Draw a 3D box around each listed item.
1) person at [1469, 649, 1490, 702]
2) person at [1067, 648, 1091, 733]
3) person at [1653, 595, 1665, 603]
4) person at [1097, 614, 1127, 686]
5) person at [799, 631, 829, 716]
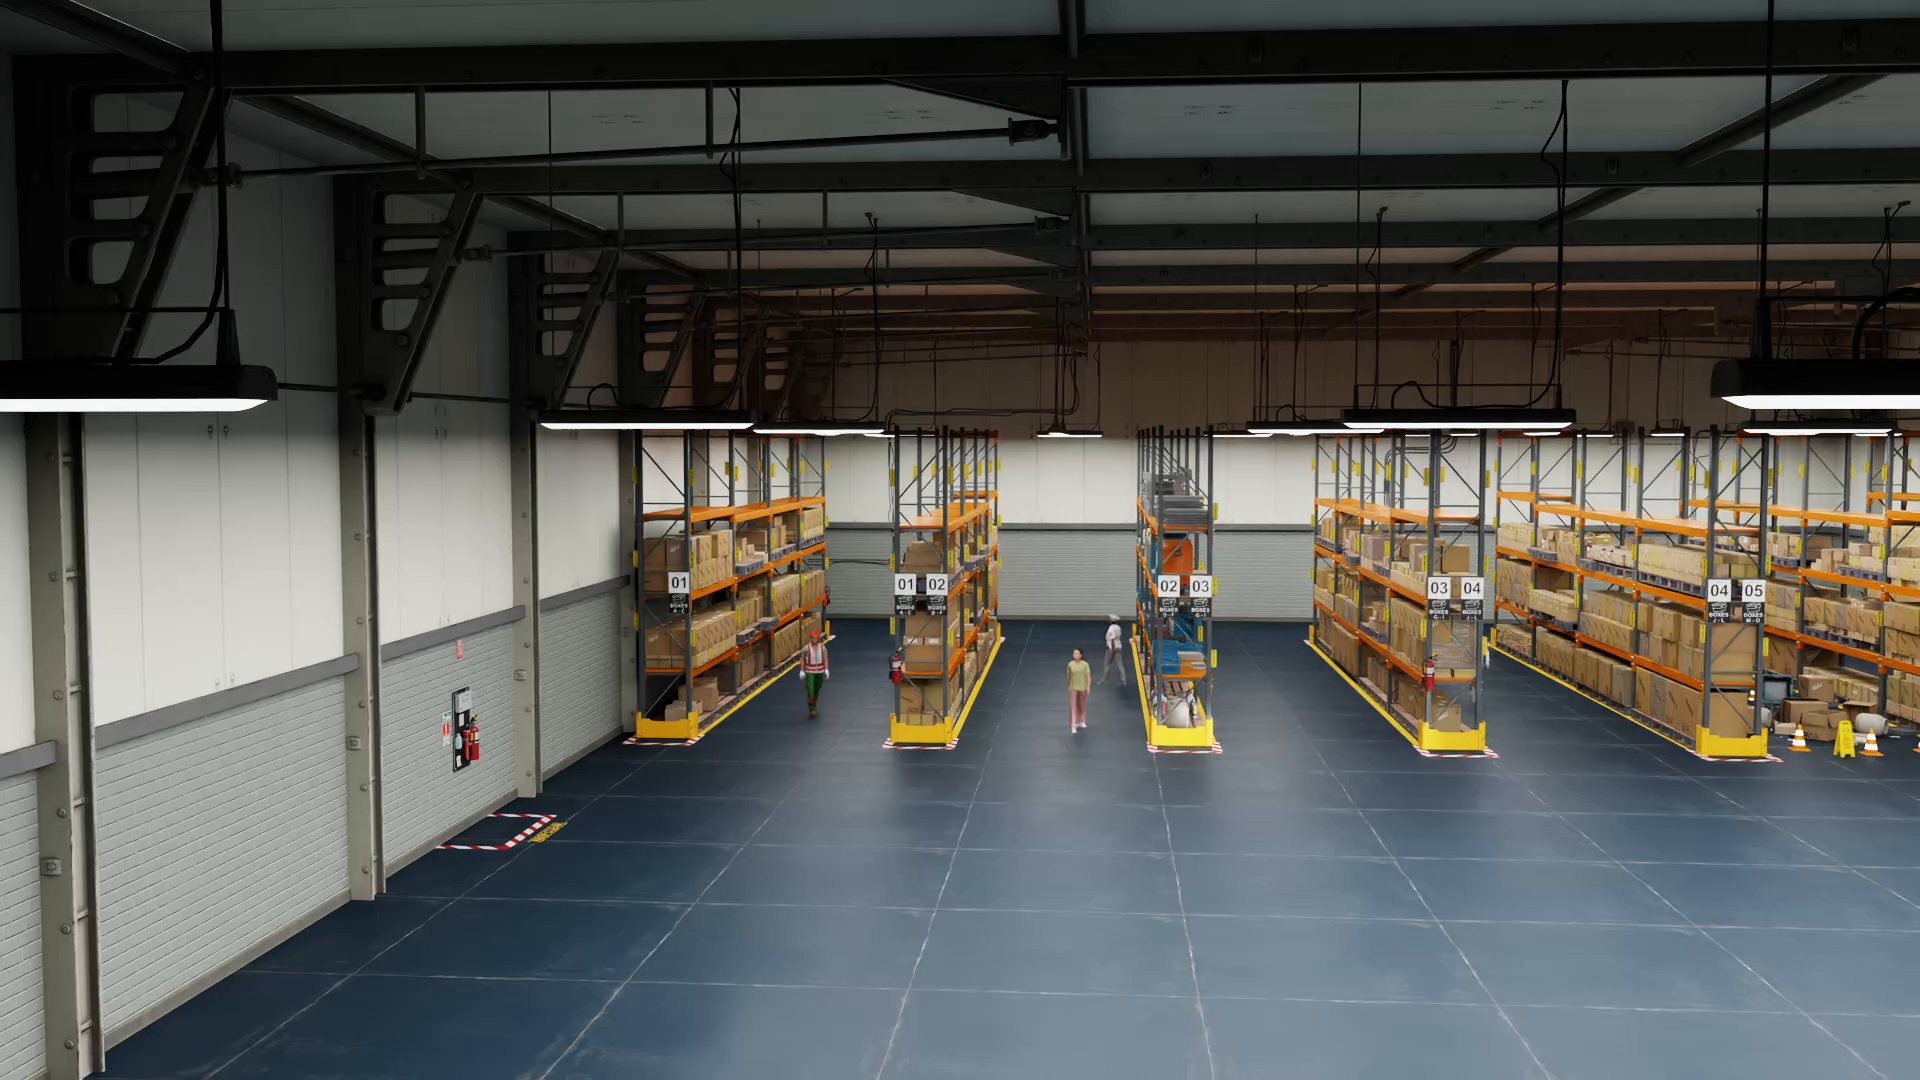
[{"bbox_3d":[11.358,2.705,36.577,0.530,1.693,0.617,0,3,3],"label":"person"},{"bbox_3d":[2.329,2.931,32.591,0.473,1.627,0.958,0,3,5],"label":"person"},{"bbox_3d":[18.470,2.228,43.756,0.532,1.791,0.565,-2,4,-28],"label":"person"},{"bbox_3d":[3.596,2.563,38.693,0.470,1.686,0.842,-2,4,-35],"label":"person"},{"bbox_3d":[-2.992,2.749,34.498,0.559,1.731,1.040,-2,4,-25],"label":"person"}]
